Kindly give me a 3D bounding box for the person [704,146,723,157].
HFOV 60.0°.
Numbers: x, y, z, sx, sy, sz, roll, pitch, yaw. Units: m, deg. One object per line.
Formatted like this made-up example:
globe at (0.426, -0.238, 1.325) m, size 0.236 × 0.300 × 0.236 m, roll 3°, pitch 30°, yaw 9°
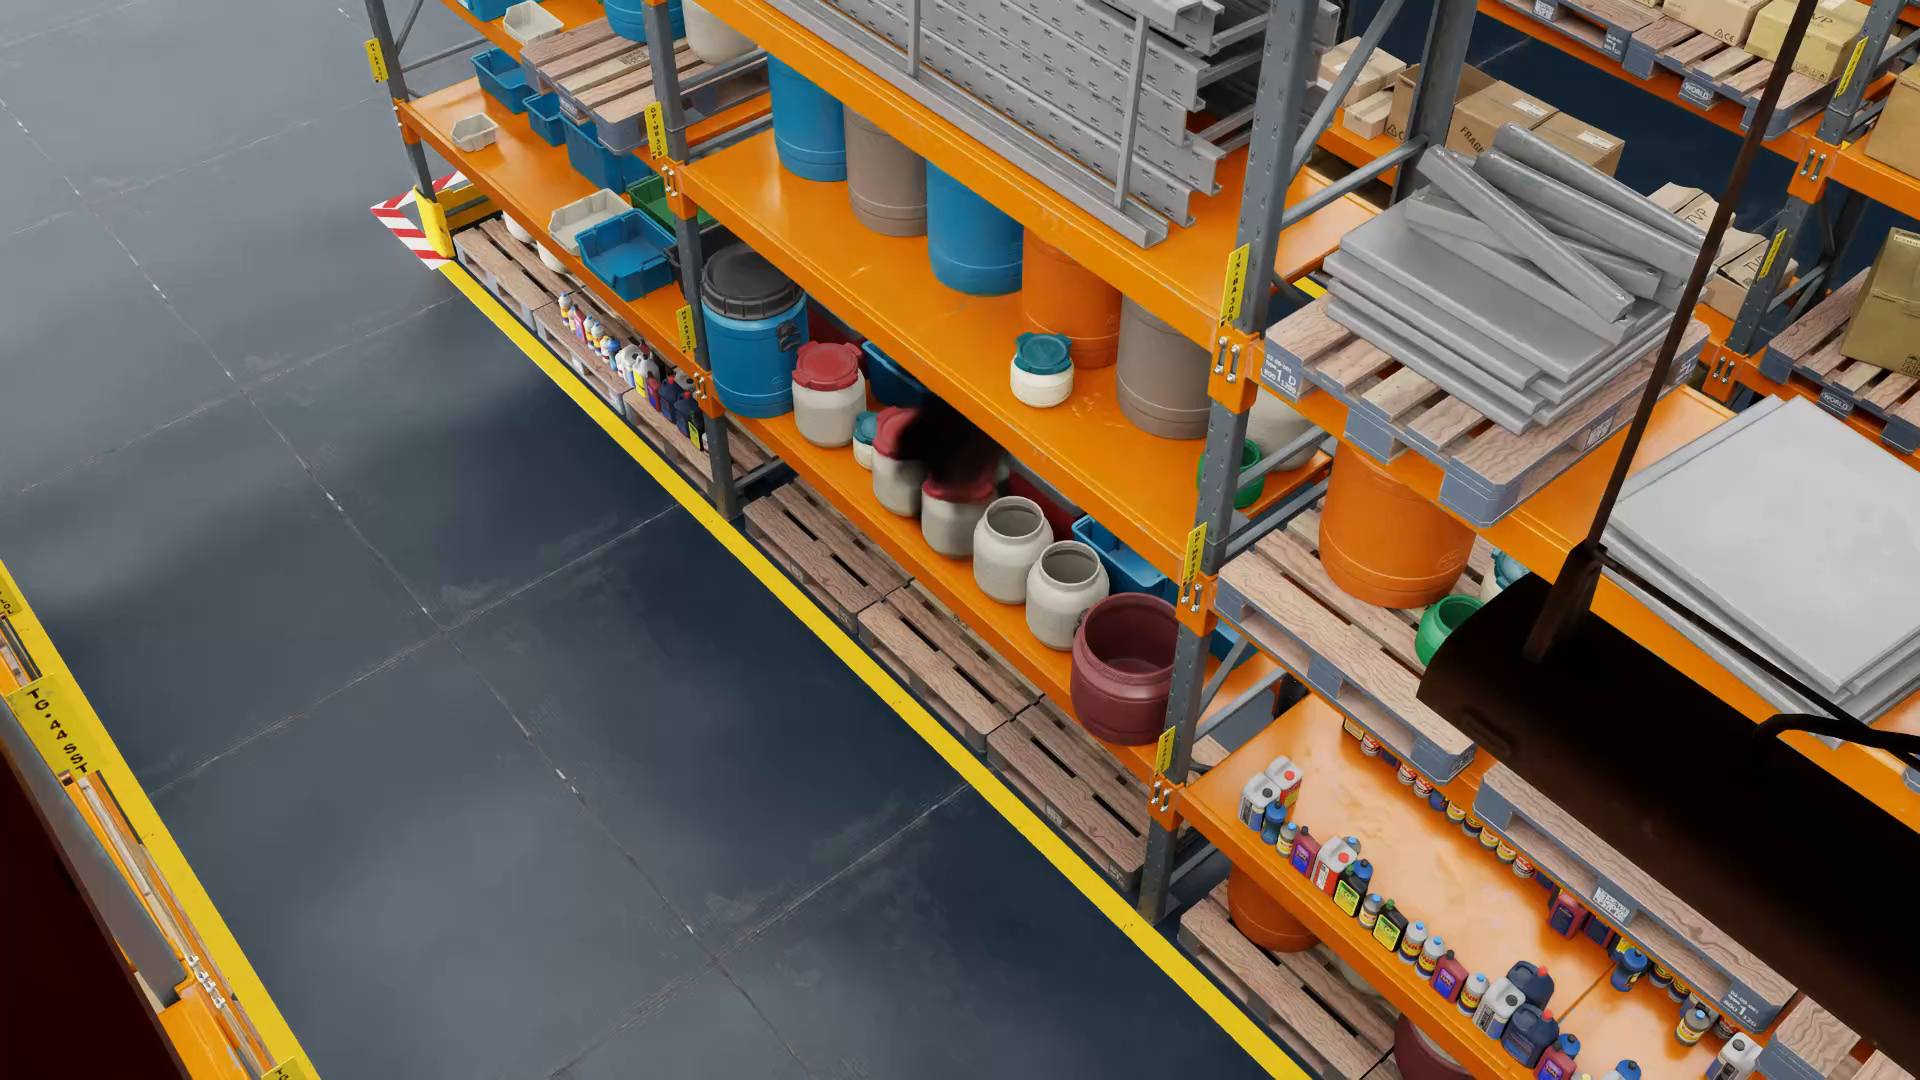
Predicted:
person at (-2.261, -3.661, 13.288) m, size 0.708 × 1.788 × 0.675 m, roll 28°, pitch 53°, yaw 24°
